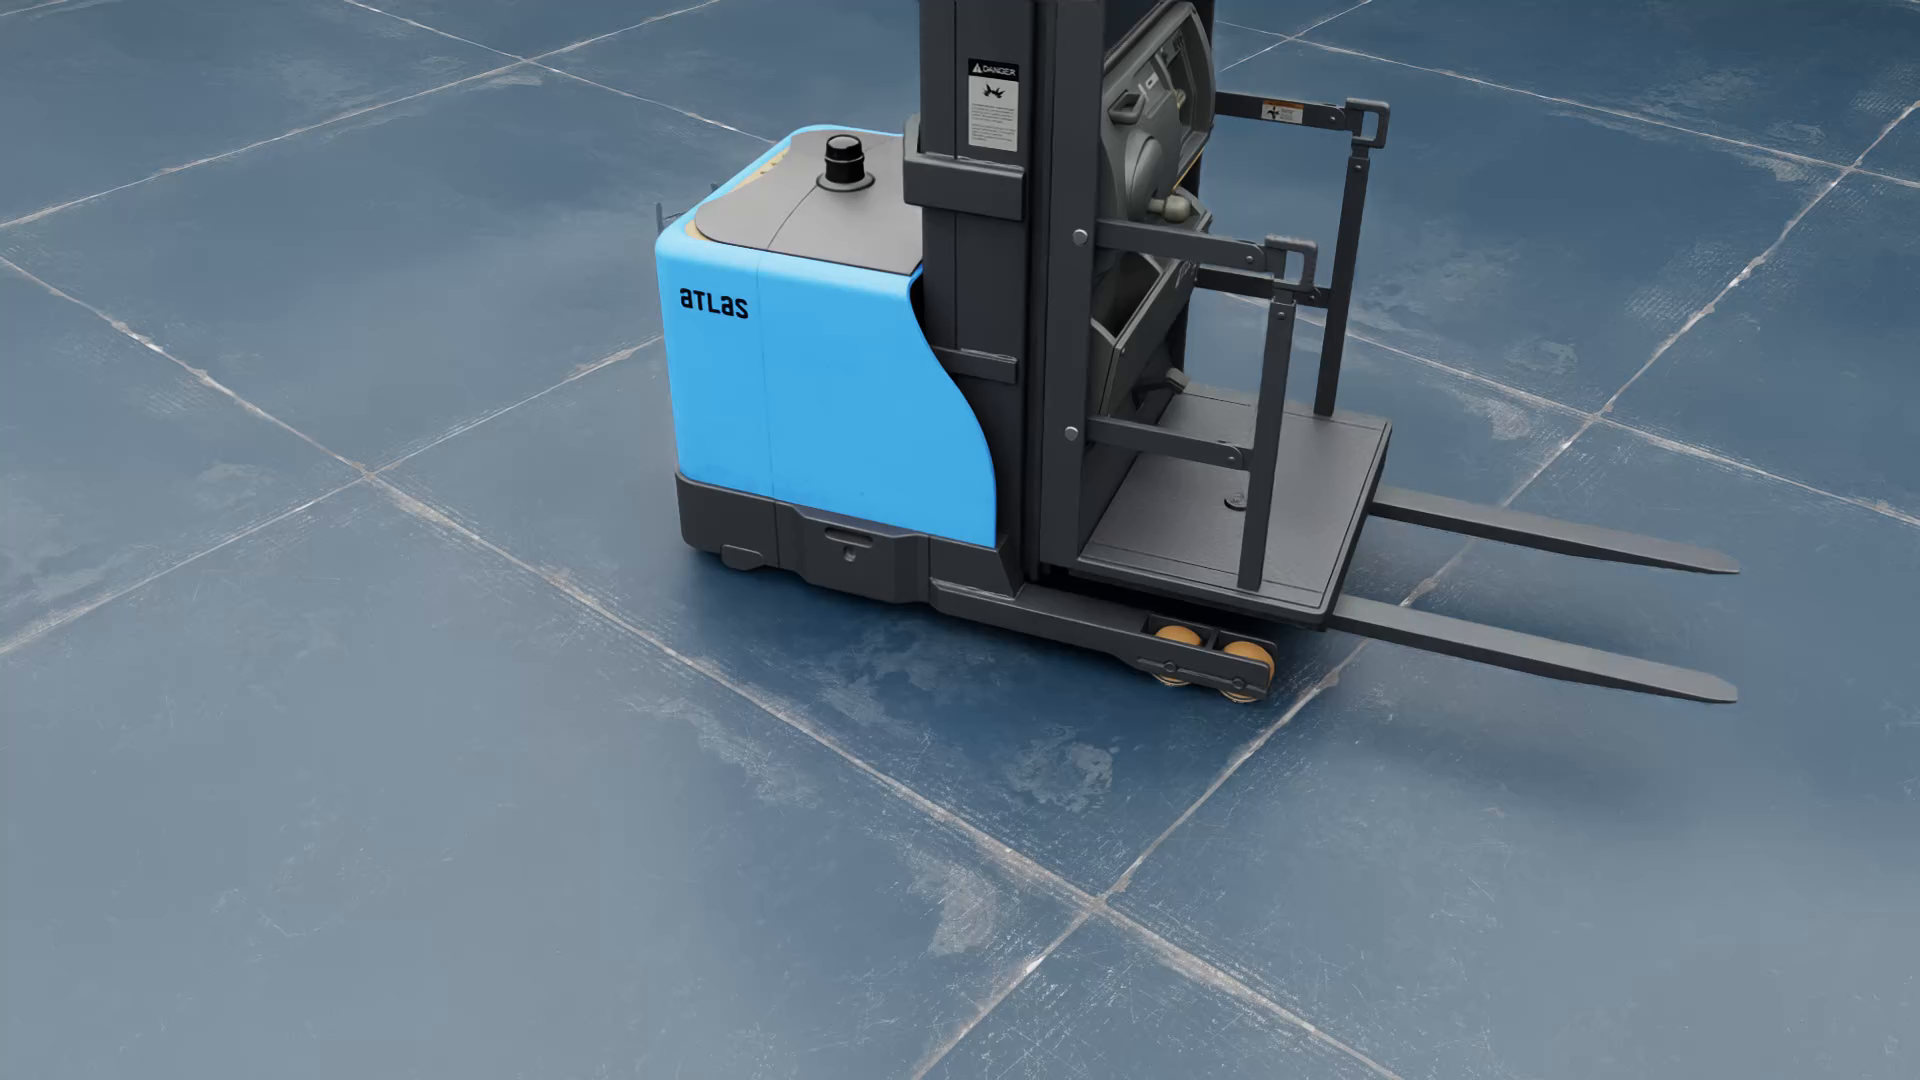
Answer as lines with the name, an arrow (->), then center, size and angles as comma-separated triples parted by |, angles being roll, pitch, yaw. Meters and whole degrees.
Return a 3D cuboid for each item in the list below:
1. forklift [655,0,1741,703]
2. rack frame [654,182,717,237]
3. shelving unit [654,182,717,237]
forklift -> 0.706, -1.102, 4.266 | 3.031, 2.935, 1.130 | 13, 36, 18
rack frame -> -0.866, -0.727, 5.514 | 0.240, 0.900, 0.006 | -29, 44, -35
shelving unit -> -0.795, -0.686, 5.454 | 0.258, 0.900, 0.210 | -29, 44, -35
